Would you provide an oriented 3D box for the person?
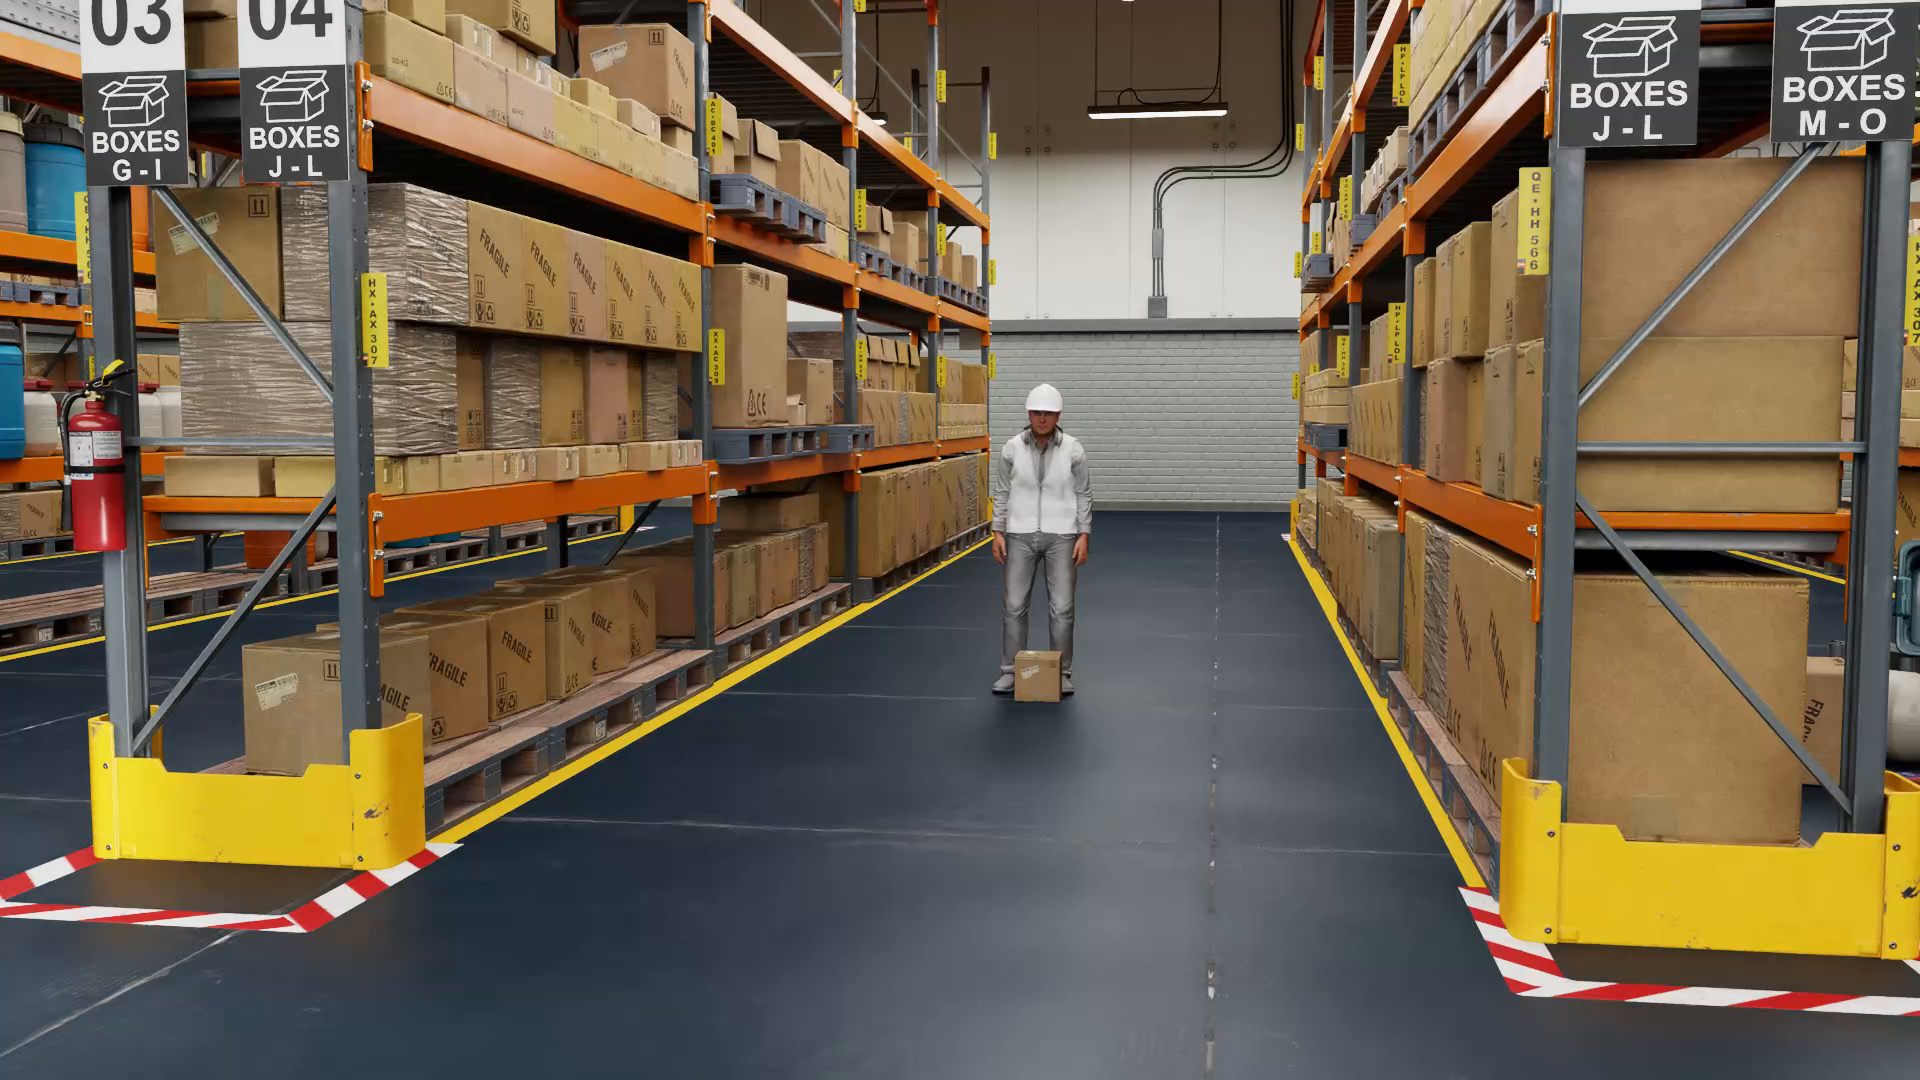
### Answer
[{"bbox_3d":[0.470,-0.008,9.594,0.579,1.767,0.465,1,4,9],"label":"person"}]
